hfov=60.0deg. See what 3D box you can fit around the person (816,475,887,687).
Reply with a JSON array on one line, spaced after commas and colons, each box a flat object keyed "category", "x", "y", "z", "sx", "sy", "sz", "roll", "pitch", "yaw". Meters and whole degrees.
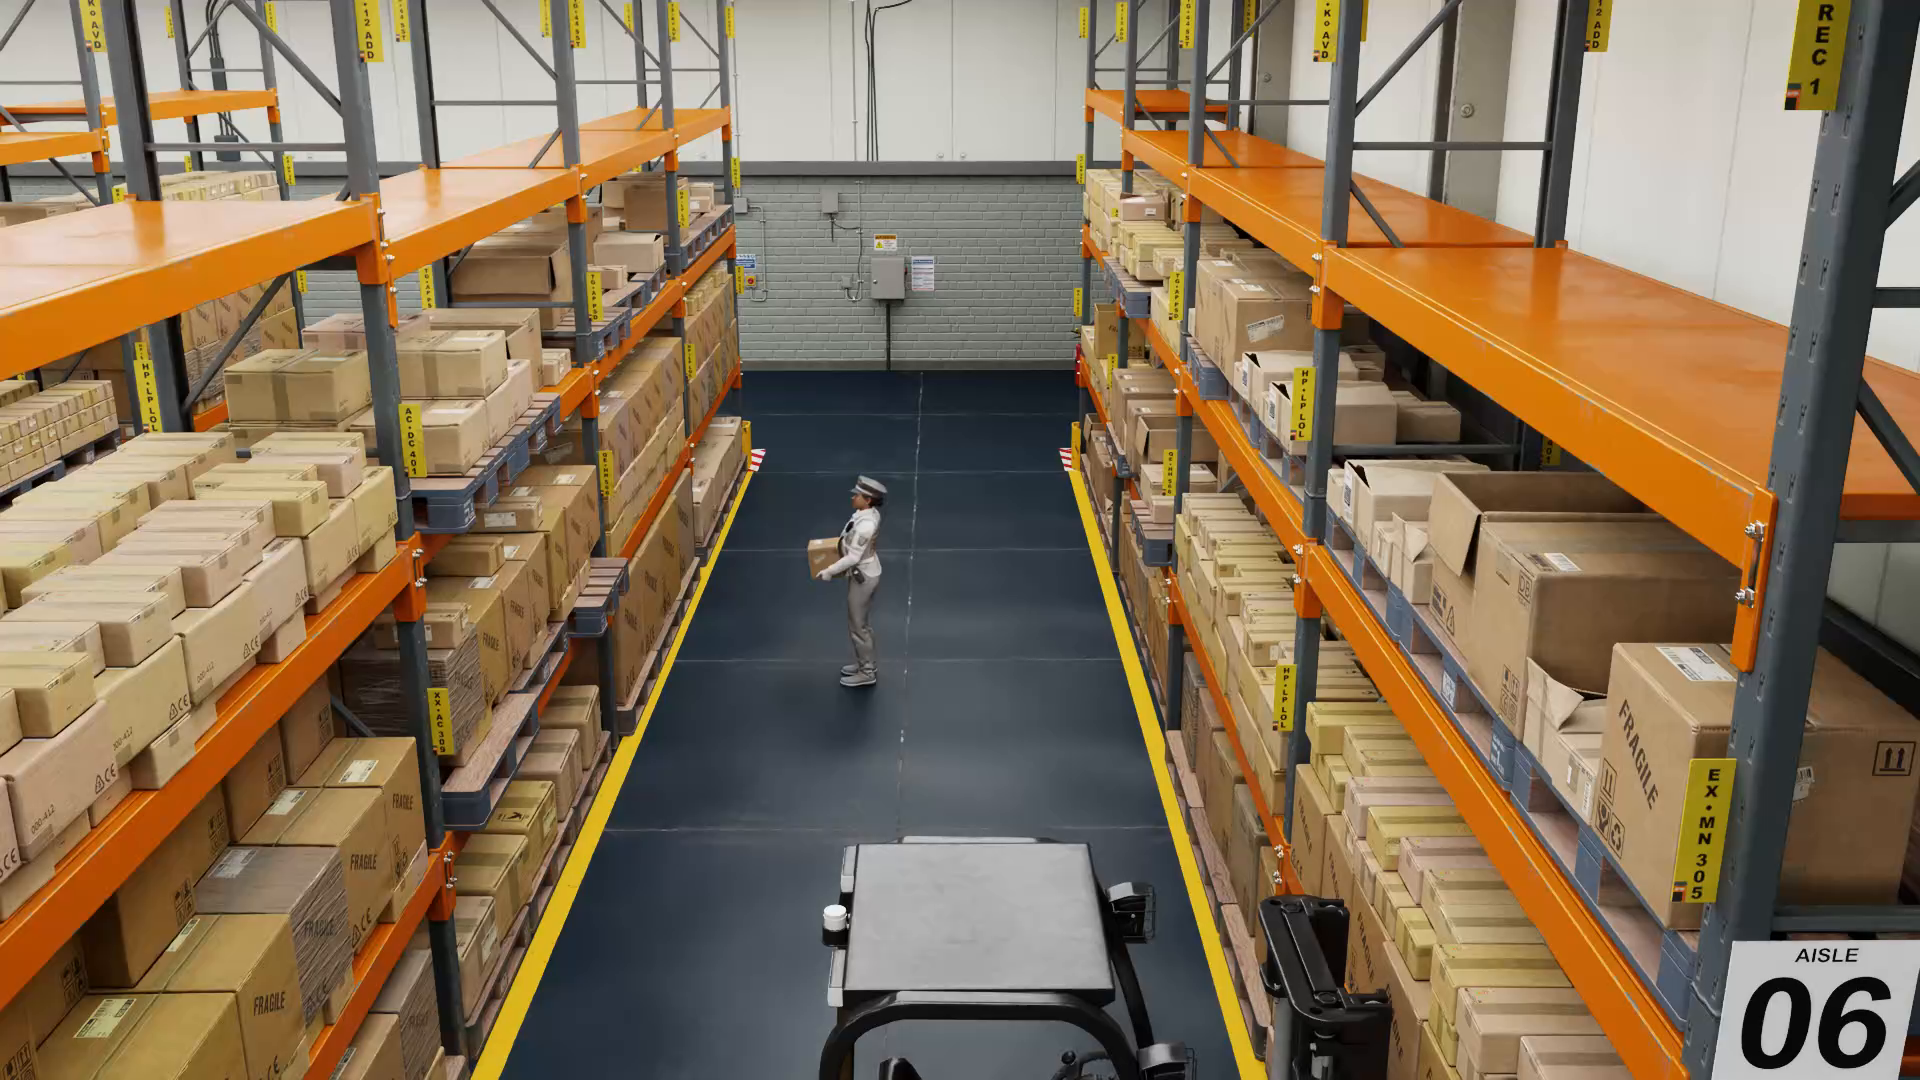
[{"category": "person", "x": -0.838, "y": 0.303, "z": 13.025, "sx": 0.556, "sy": 1.686, "sz": 0.460, "roll": 0, "pitch": 17, "yaw": -1}]
